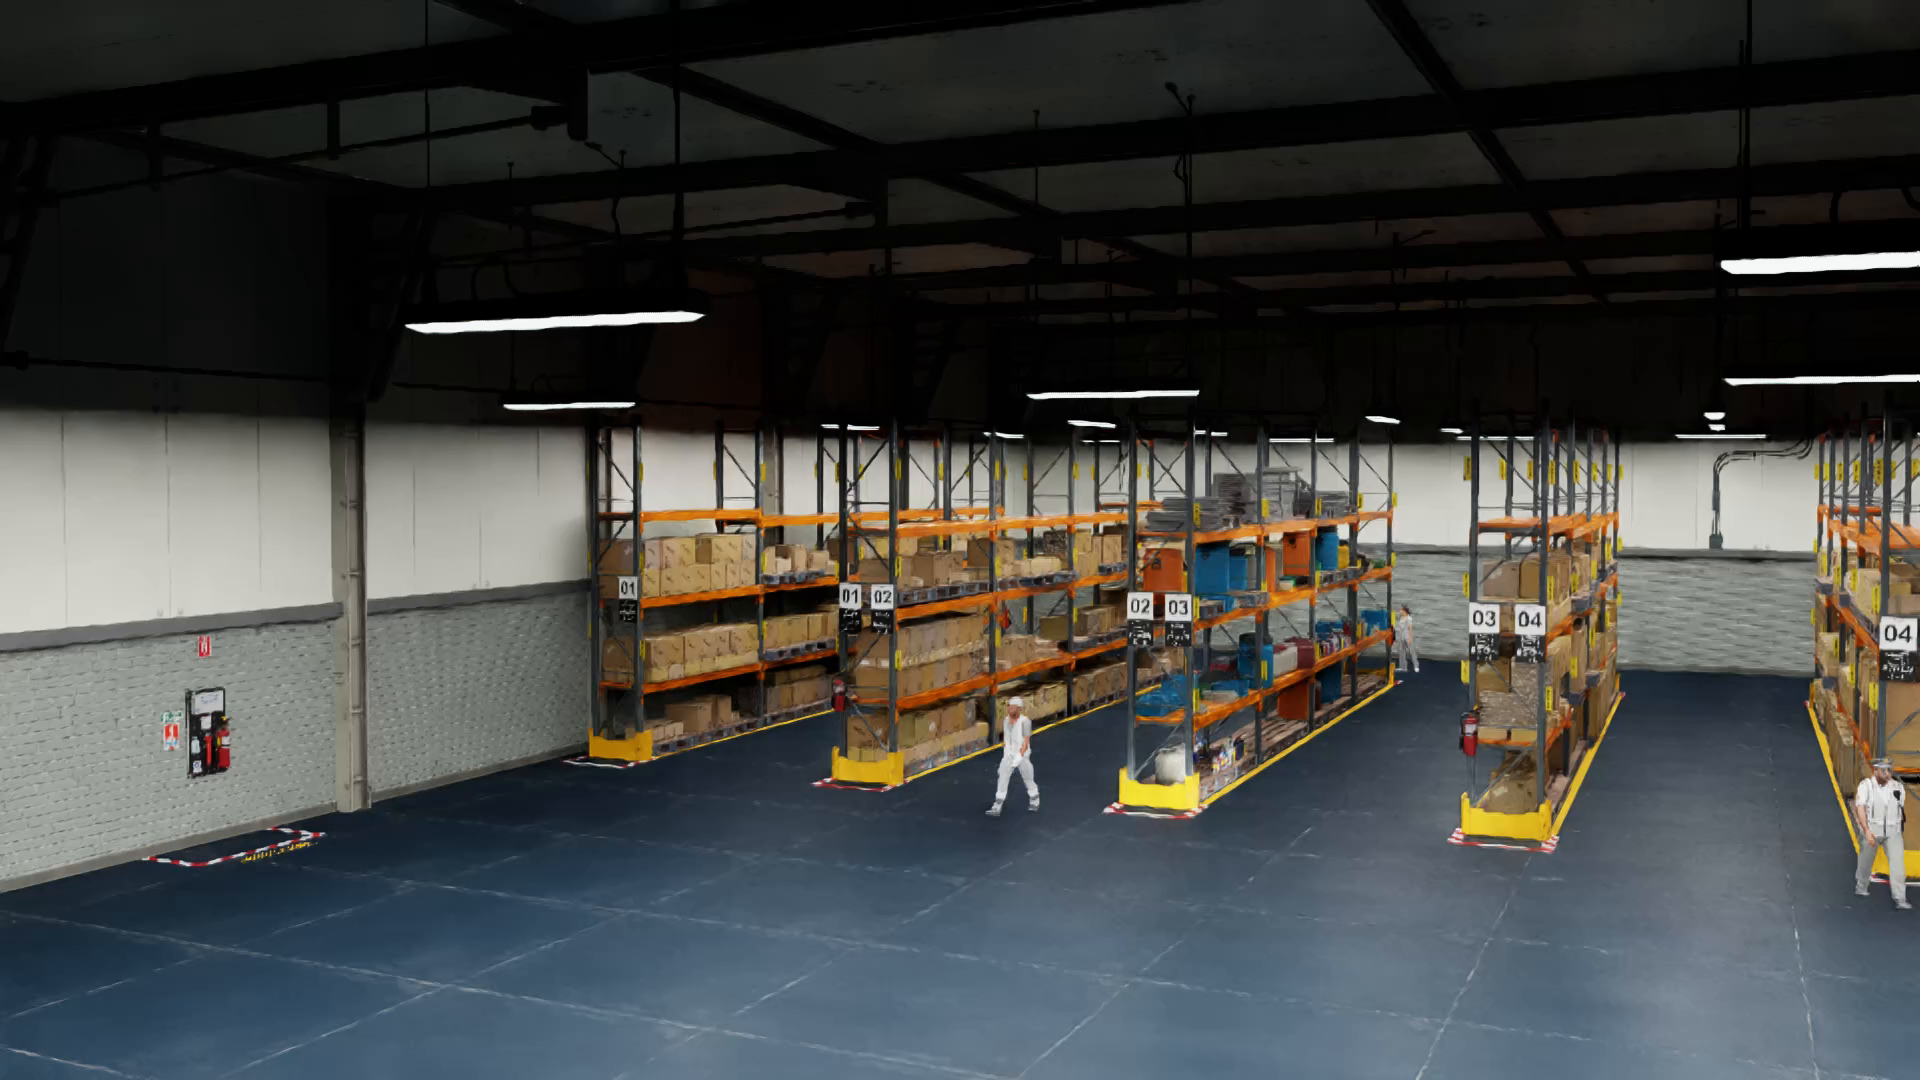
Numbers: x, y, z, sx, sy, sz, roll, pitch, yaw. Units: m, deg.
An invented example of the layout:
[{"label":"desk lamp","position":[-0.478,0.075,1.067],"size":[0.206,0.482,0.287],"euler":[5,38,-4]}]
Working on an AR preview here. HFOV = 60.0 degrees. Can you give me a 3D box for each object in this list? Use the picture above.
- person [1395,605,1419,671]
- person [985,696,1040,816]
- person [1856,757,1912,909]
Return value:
[{"label":"person","position":[11.258,2.483,41.777],"size":[0.590,1.616,0.491],"euler":[-1,2,-19]},{"label":"person","position":[0.802,3.129,24.146],"size":[0.534,1.726,1.036],"euler":[2,3,34]},{"label":"person","position":[10.634,3.339,19.213],"size":[0.535,1.708,1.036],"euler":[1,2,16]}]
